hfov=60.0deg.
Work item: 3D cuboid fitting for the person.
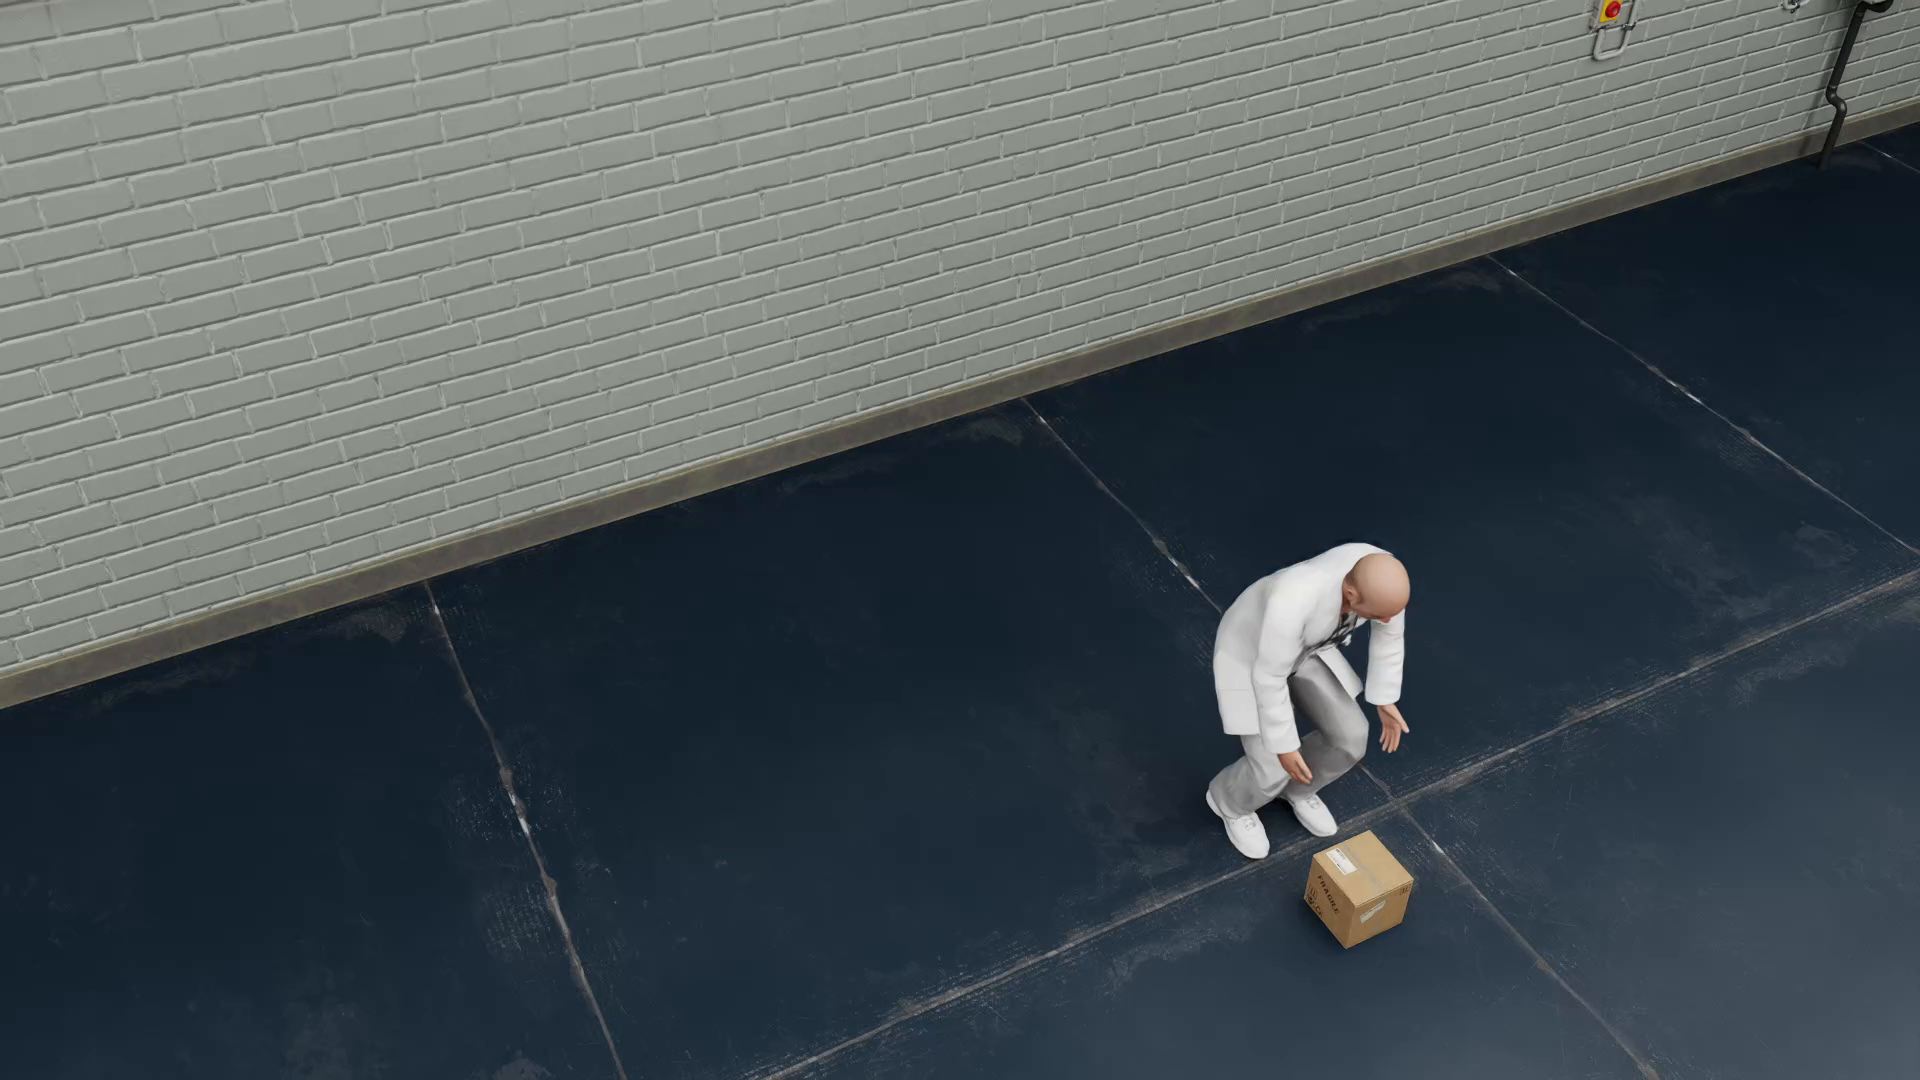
[{"bbox_3d":[1.235,0.831,5.955,0.575,0.836,0.948,-20,45,-22],"label":"person"}]
